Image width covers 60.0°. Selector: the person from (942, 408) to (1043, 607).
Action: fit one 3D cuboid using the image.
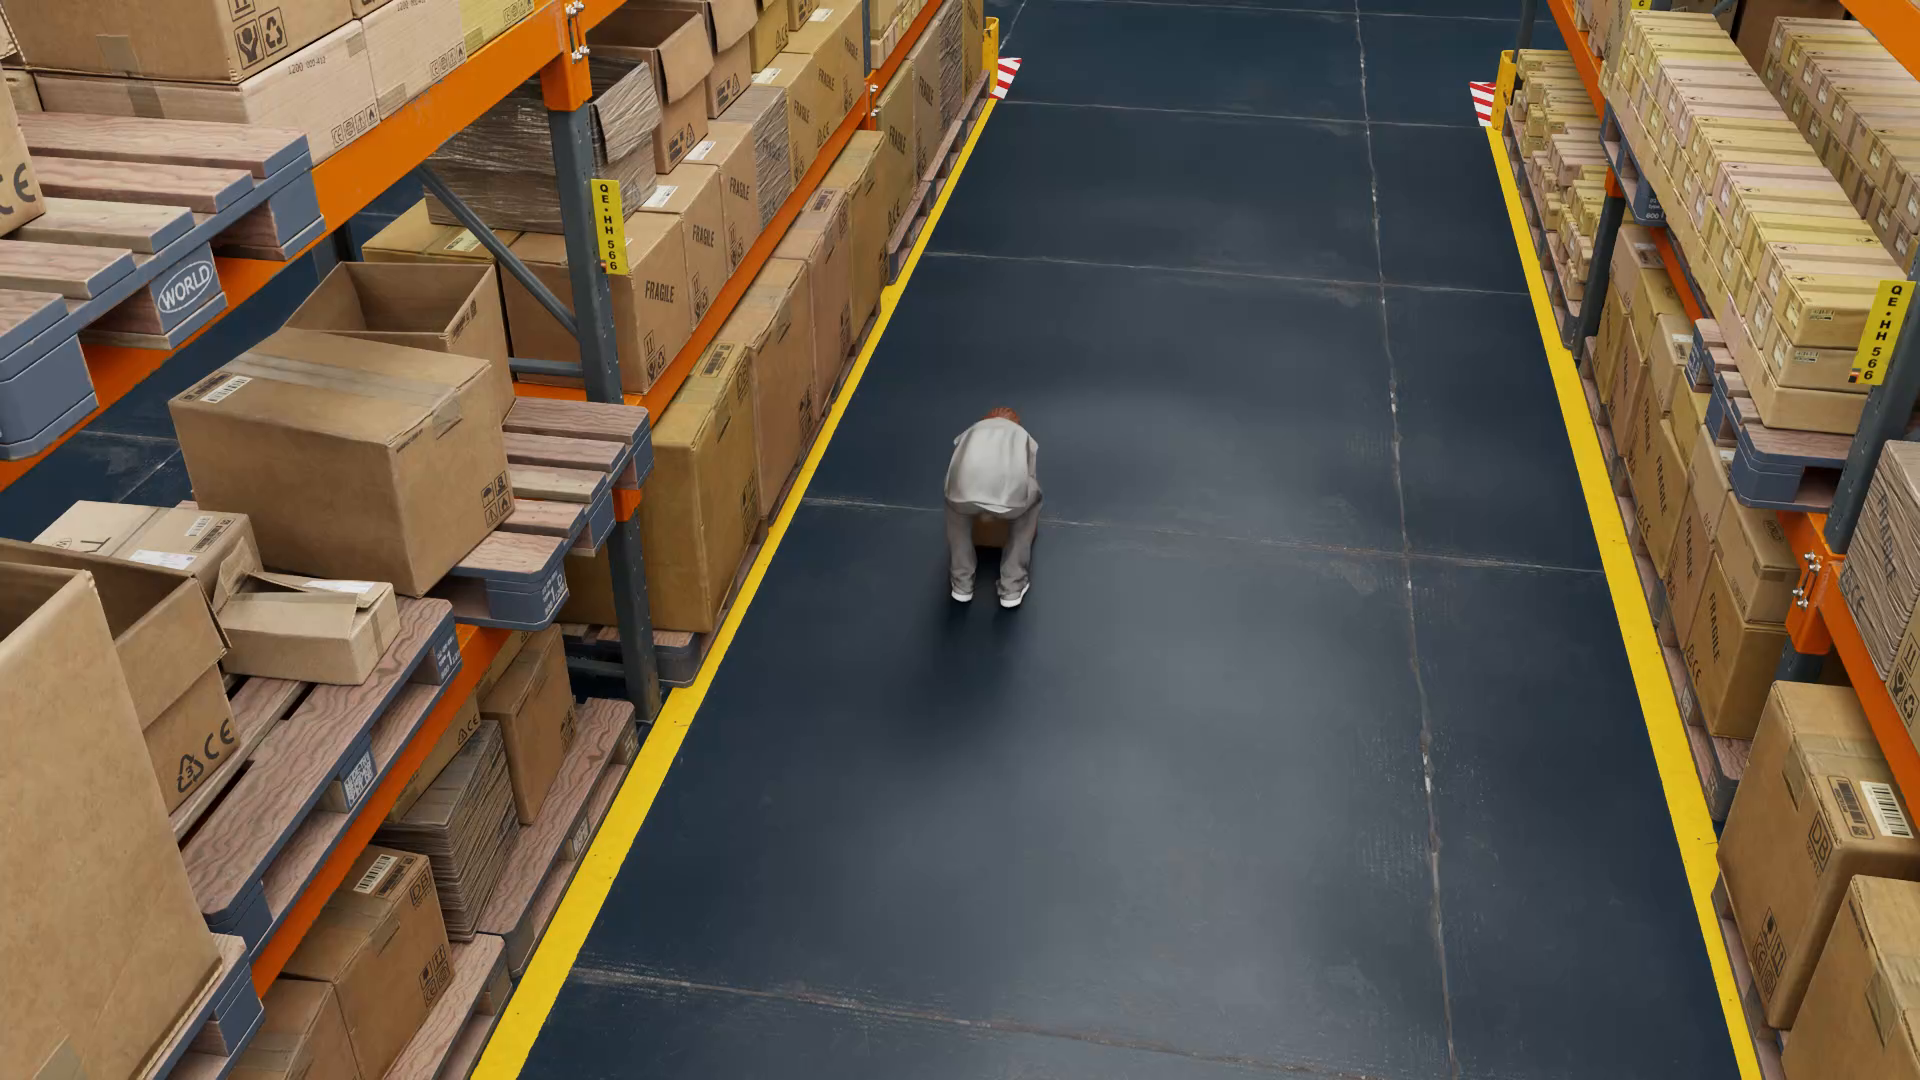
[{"bbox_3d":[0.141,-0.180,7.180,0.433,0.807,0.864,4,33,6],"label":"person"}]
